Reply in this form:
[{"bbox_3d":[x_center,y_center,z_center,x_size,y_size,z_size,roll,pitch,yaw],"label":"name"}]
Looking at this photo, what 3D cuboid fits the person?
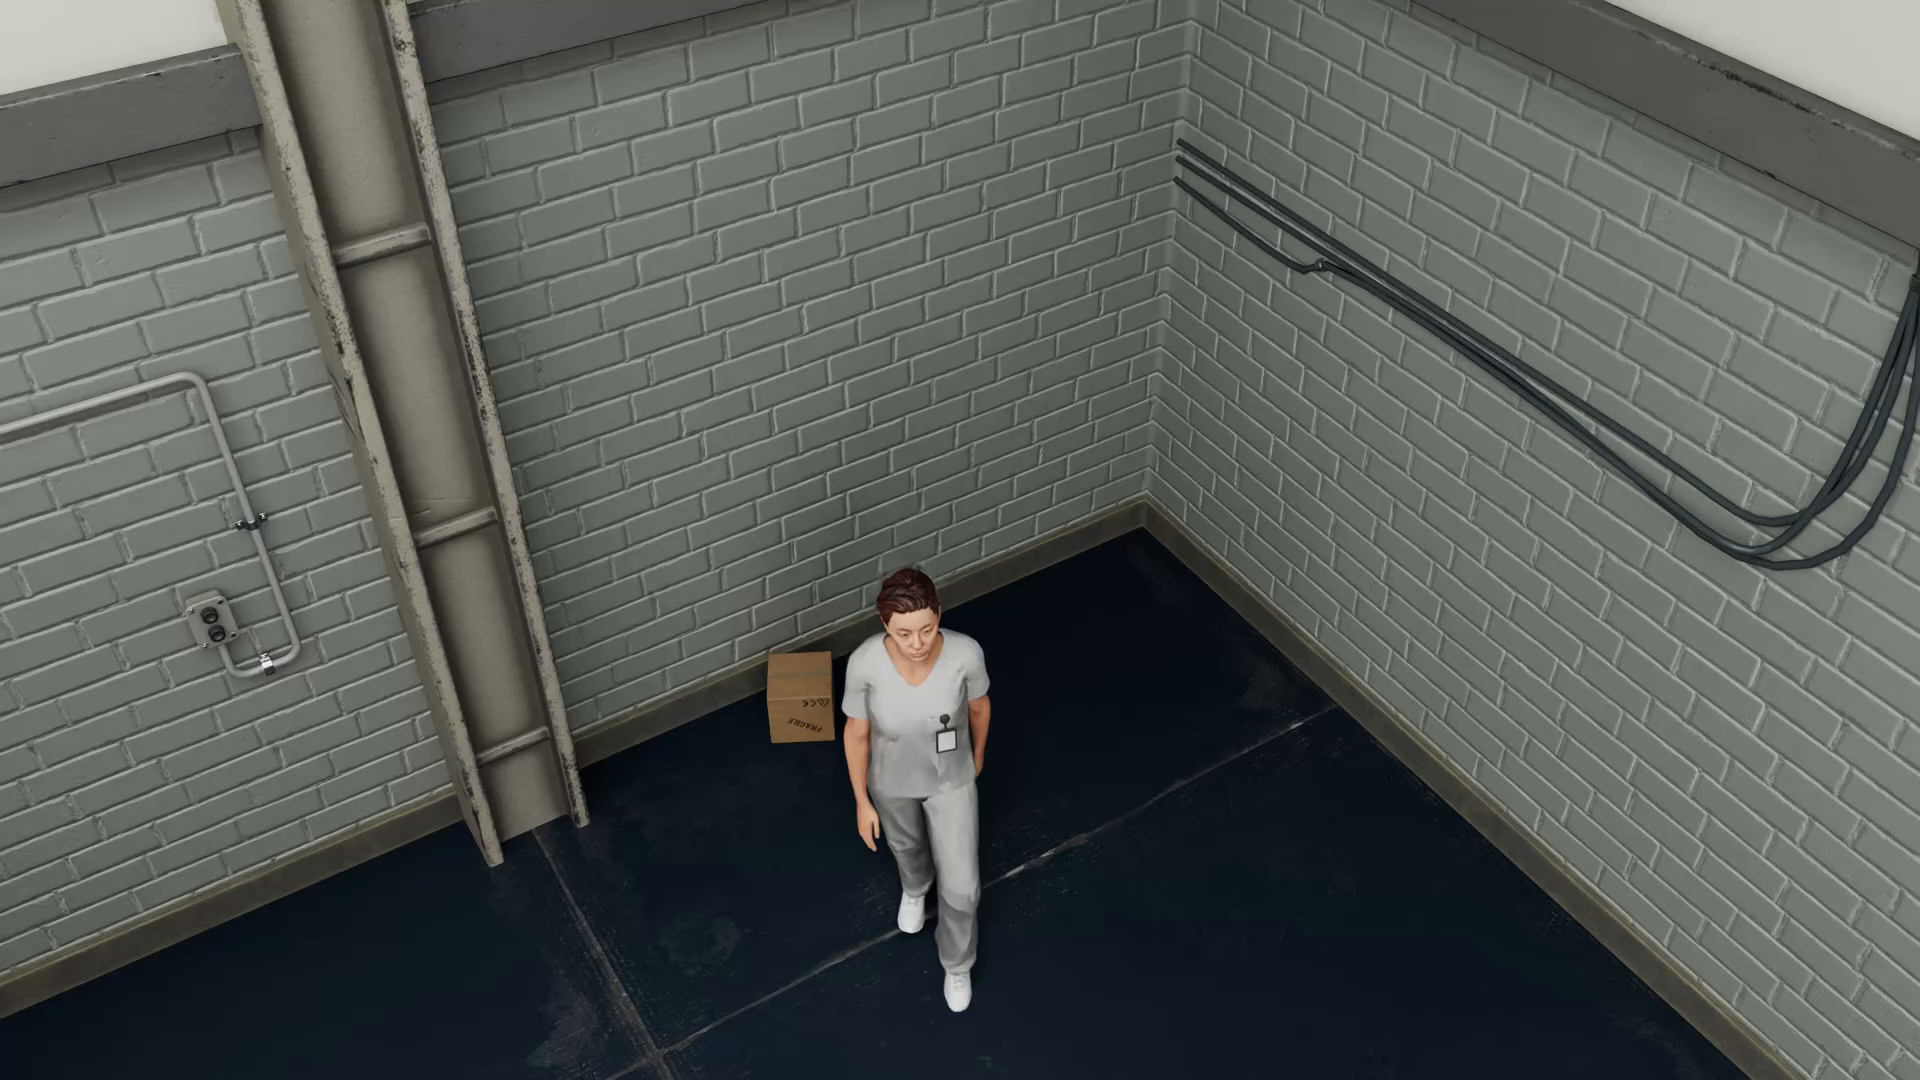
[{"bbox_3d":[-0.133,0.780,5.277,0.455,1.721,0.587,0,41,0],"label":"person"}]
